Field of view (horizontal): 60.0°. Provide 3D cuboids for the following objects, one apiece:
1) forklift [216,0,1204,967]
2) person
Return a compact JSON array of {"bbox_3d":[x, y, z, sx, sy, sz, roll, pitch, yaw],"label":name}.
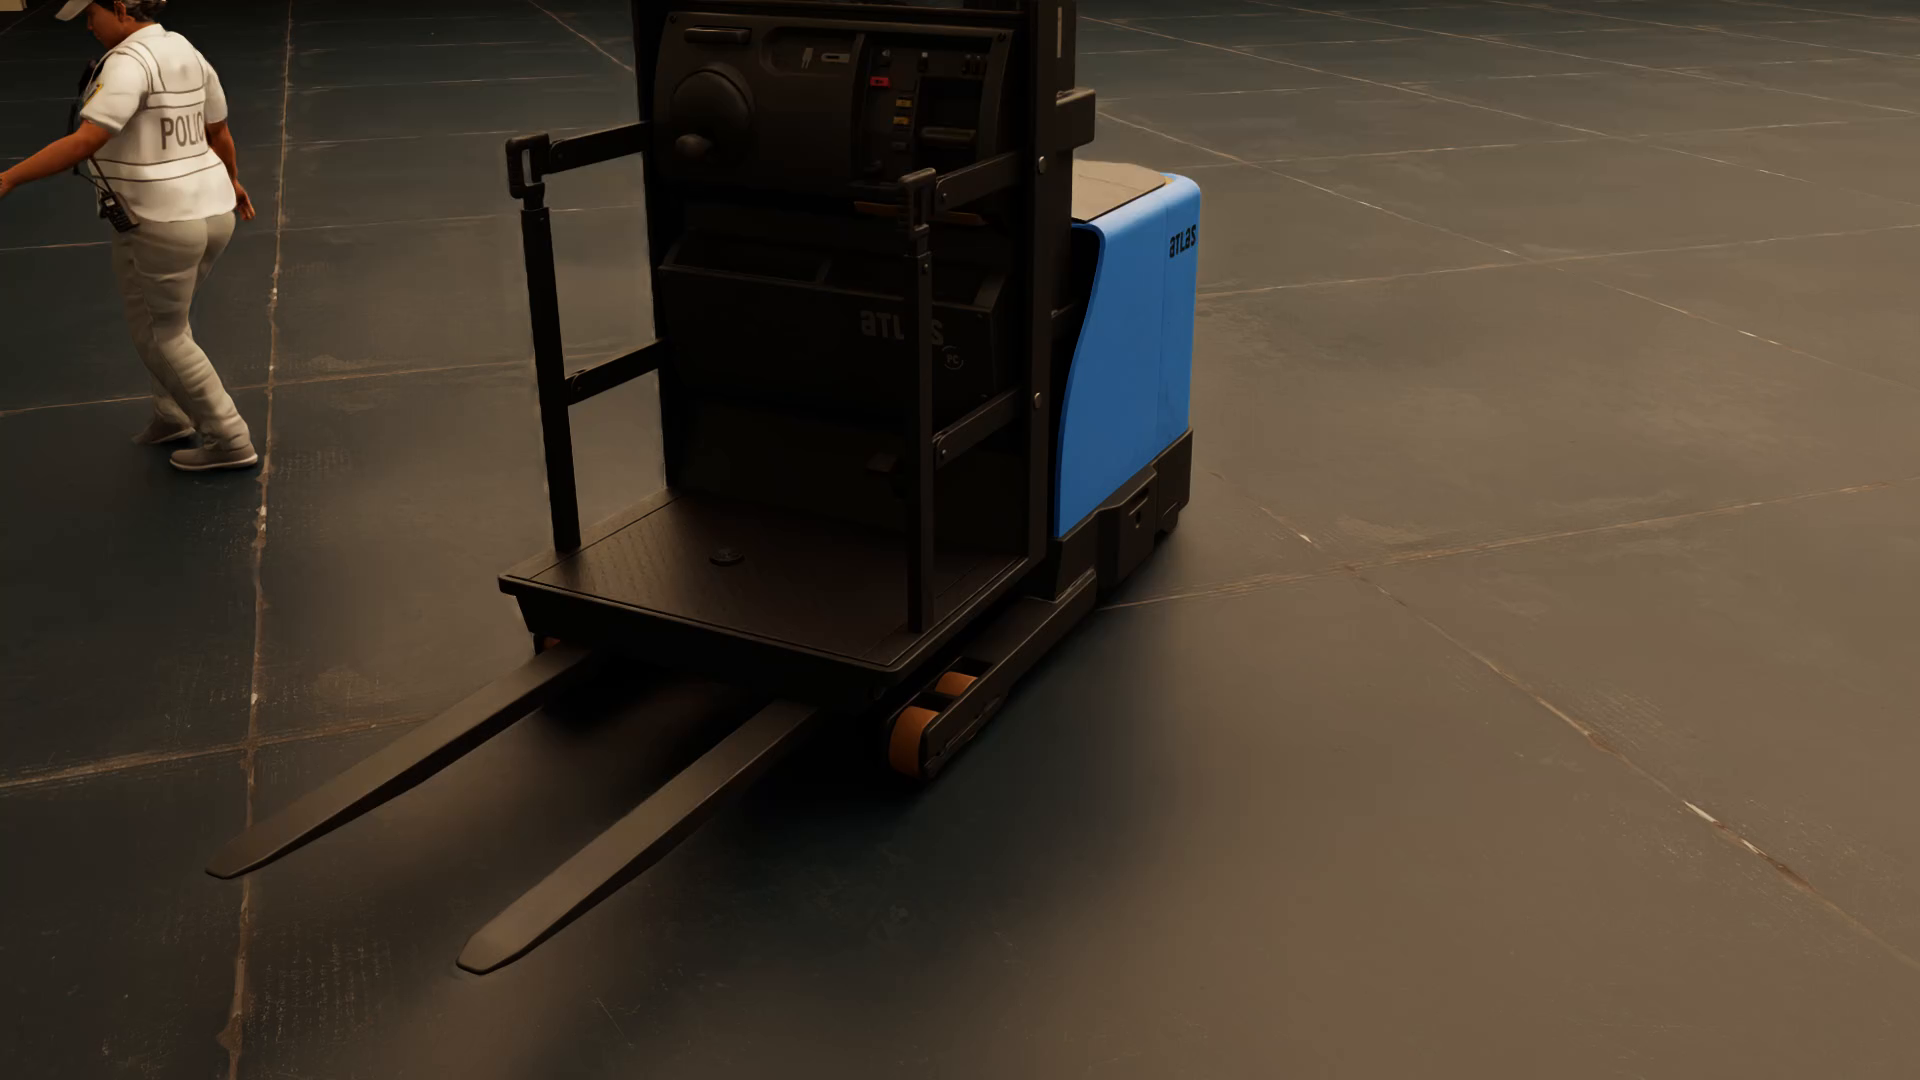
[{"bbox_3d":[-0.395,-1.010,3.701,1.130,2.935,3.031,11,25,25],"label":"forklift"},{"bbox_3d":[-2.716,-1.041,5.504,0.660,1.669,0.926,3,23,7],"label":"person"}]
